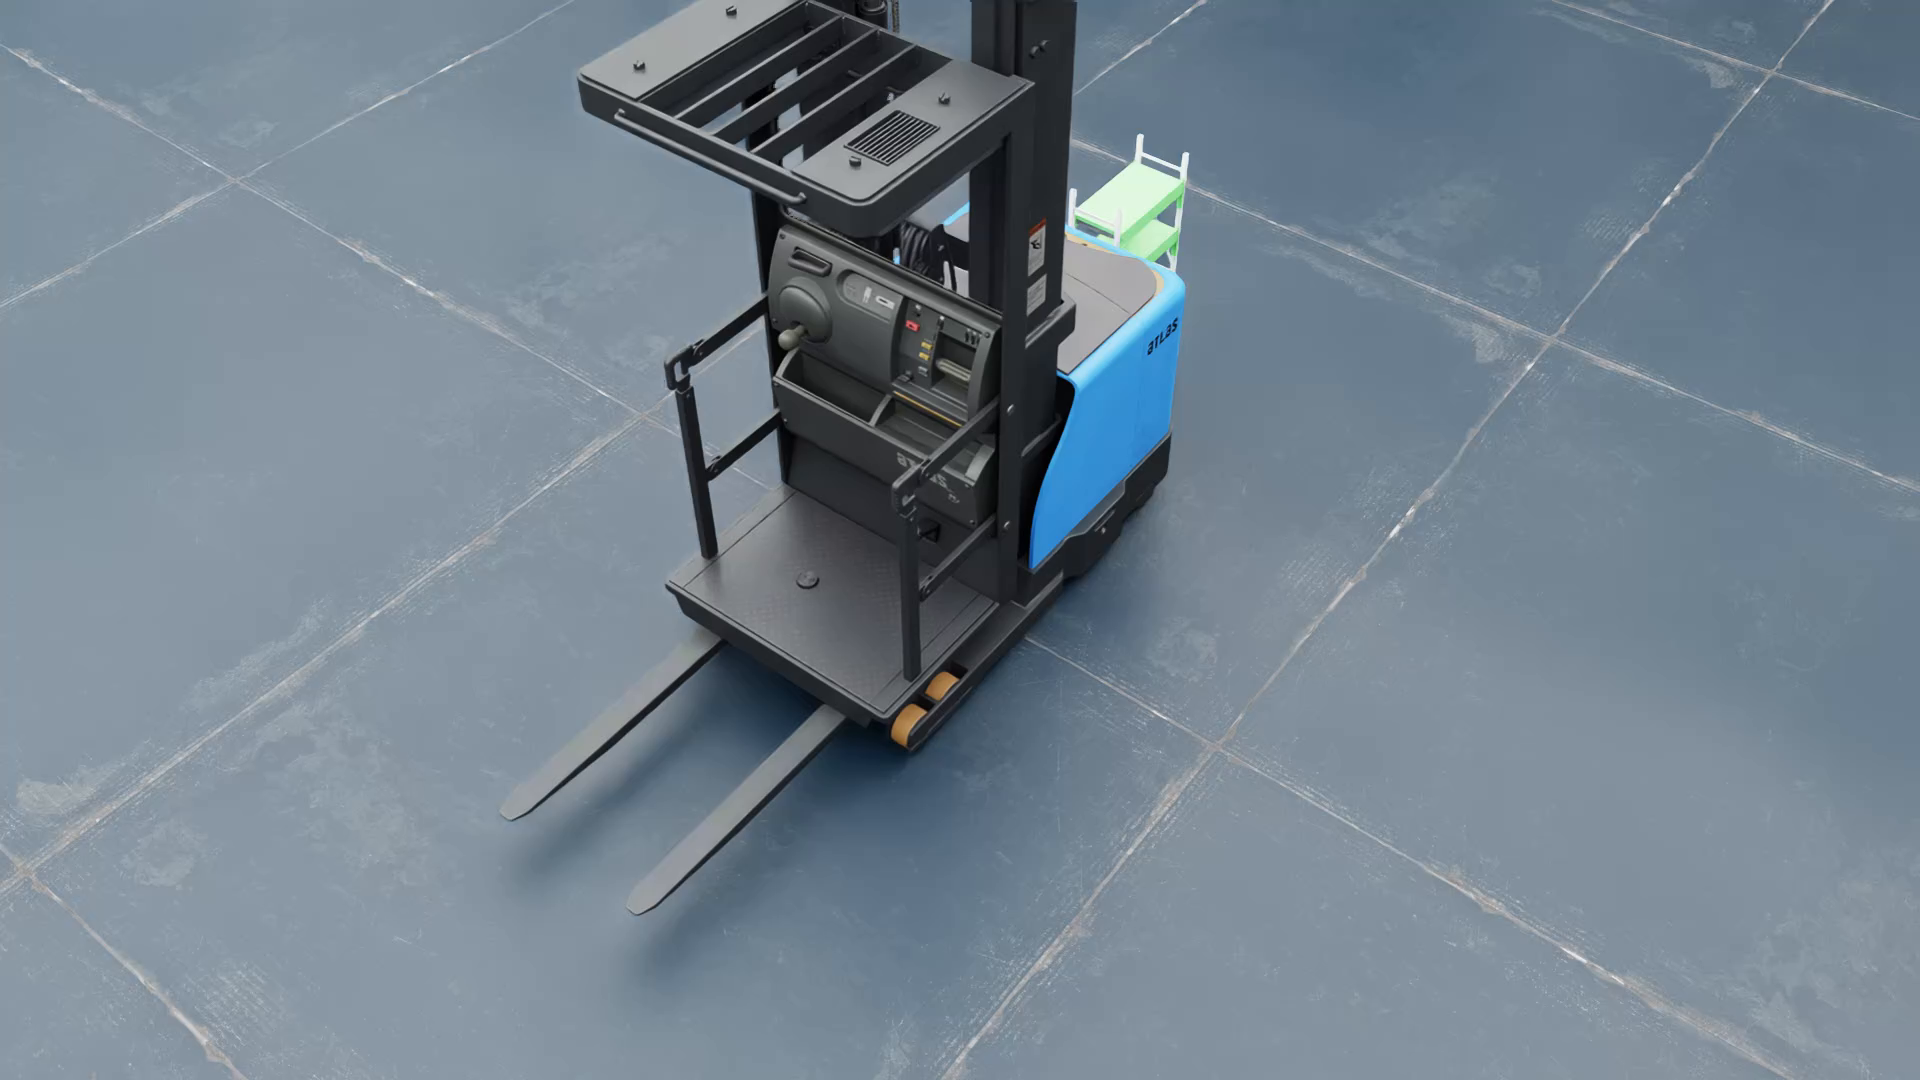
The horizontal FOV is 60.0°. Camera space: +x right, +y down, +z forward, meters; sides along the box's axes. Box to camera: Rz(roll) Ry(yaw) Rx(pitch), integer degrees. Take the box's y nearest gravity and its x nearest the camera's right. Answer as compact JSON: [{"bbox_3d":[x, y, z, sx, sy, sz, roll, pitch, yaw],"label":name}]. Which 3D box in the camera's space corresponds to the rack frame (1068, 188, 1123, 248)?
[{"bbox_3d":[0.535,-0.922,6.966,0.240,1.200,0.015,29,53,25],"label":"rack frame"}]

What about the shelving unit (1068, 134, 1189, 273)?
[{"bbox_3d":[0.683,-1.062,7.100,0.258,1.200,0.503,29,53,25],"label":"shelving unit"}]

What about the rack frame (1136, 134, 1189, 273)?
[{"bbox_3d":[0.831,-1.203,7.234,0.240,1.200,0.015,29,53,25],"label":"rack frame"}]

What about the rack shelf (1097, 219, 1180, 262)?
[{"bbox_3d":[0.683,-1.184,6.972,0.258,0.148,0.480,29,53,25],"label":"rack shelf"}]

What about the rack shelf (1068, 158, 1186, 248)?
[{"bbox_3d":[0.683,-1.350,6.799,0.258,0.148,0.480,29,53,25],"label":"rack shelf"}]

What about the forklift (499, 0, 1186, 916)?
[{"bbox_3d":[-0.404,-0.647,5.505,1.130,2.935,3.031,29,53,25],"label":"forklift"}]
